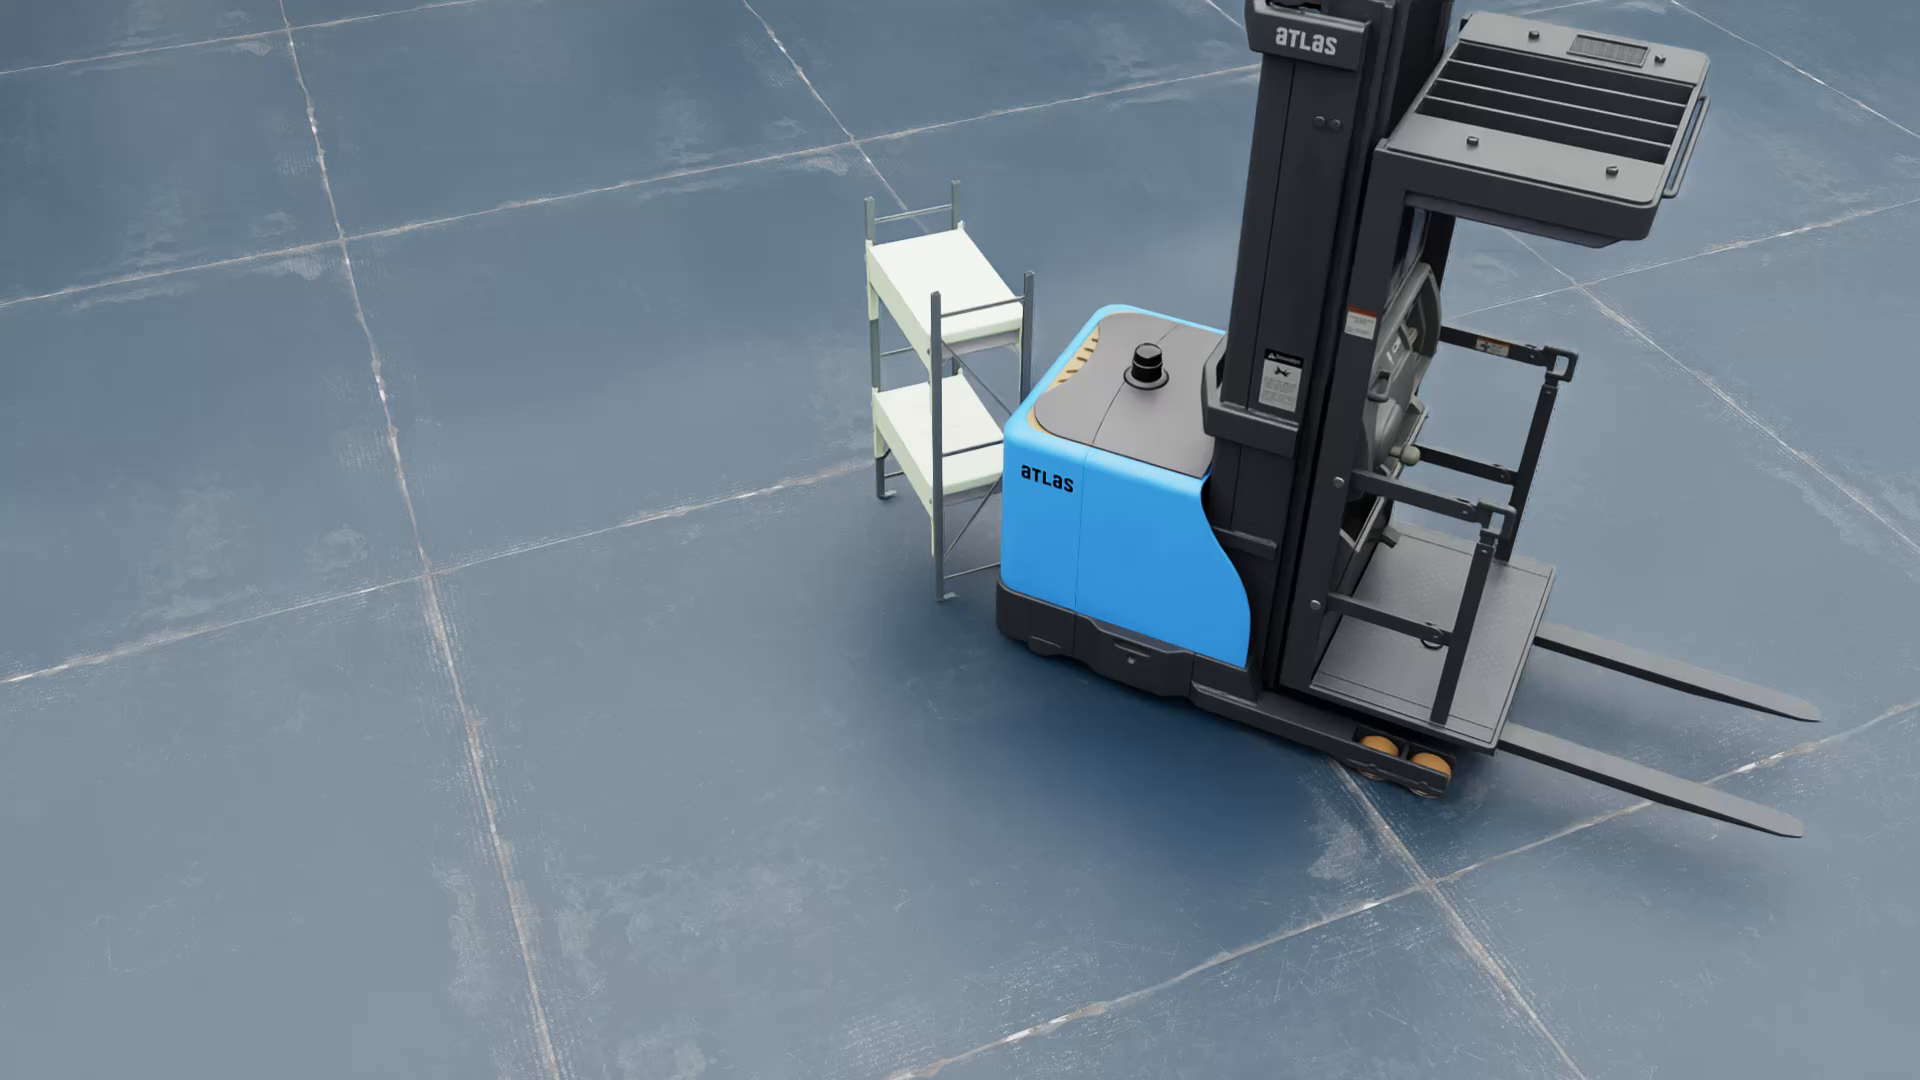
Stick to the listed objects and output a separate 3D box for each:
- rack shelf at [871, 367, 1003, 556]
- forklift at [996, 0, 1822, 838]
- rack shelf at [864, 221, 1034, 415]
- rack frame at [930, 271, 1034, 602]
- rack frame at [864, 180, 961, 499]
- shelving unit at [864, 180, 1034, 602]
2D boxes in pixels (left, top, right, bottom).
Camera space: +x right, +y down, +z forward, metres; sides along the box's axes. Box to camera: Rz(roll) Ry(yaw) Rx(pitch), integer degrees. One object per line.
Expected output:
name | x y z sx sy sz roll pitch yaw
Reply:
rack shelf | -0.052 -0.339 6.994 0.431 0.370 0.720 -14 43 -16
forklift | 1.697 -0.559 5.652 3.031 2.935 1.130 18 44 20
rack shelf | -0.052 -0.882 6.527 0.431 0.370 0.720 -14 43 -16
rack frame | 0.082 -0.364 6.524 0.400 1.500 0.023 -14 43 -16
rack frame | -0.186 -0.809 7.040 0.400 1.500 0.023 -14 43 -16
shelving unit | -0.052 -0.587 6.782 0.431 1.500 0.755 -14 43 -16
